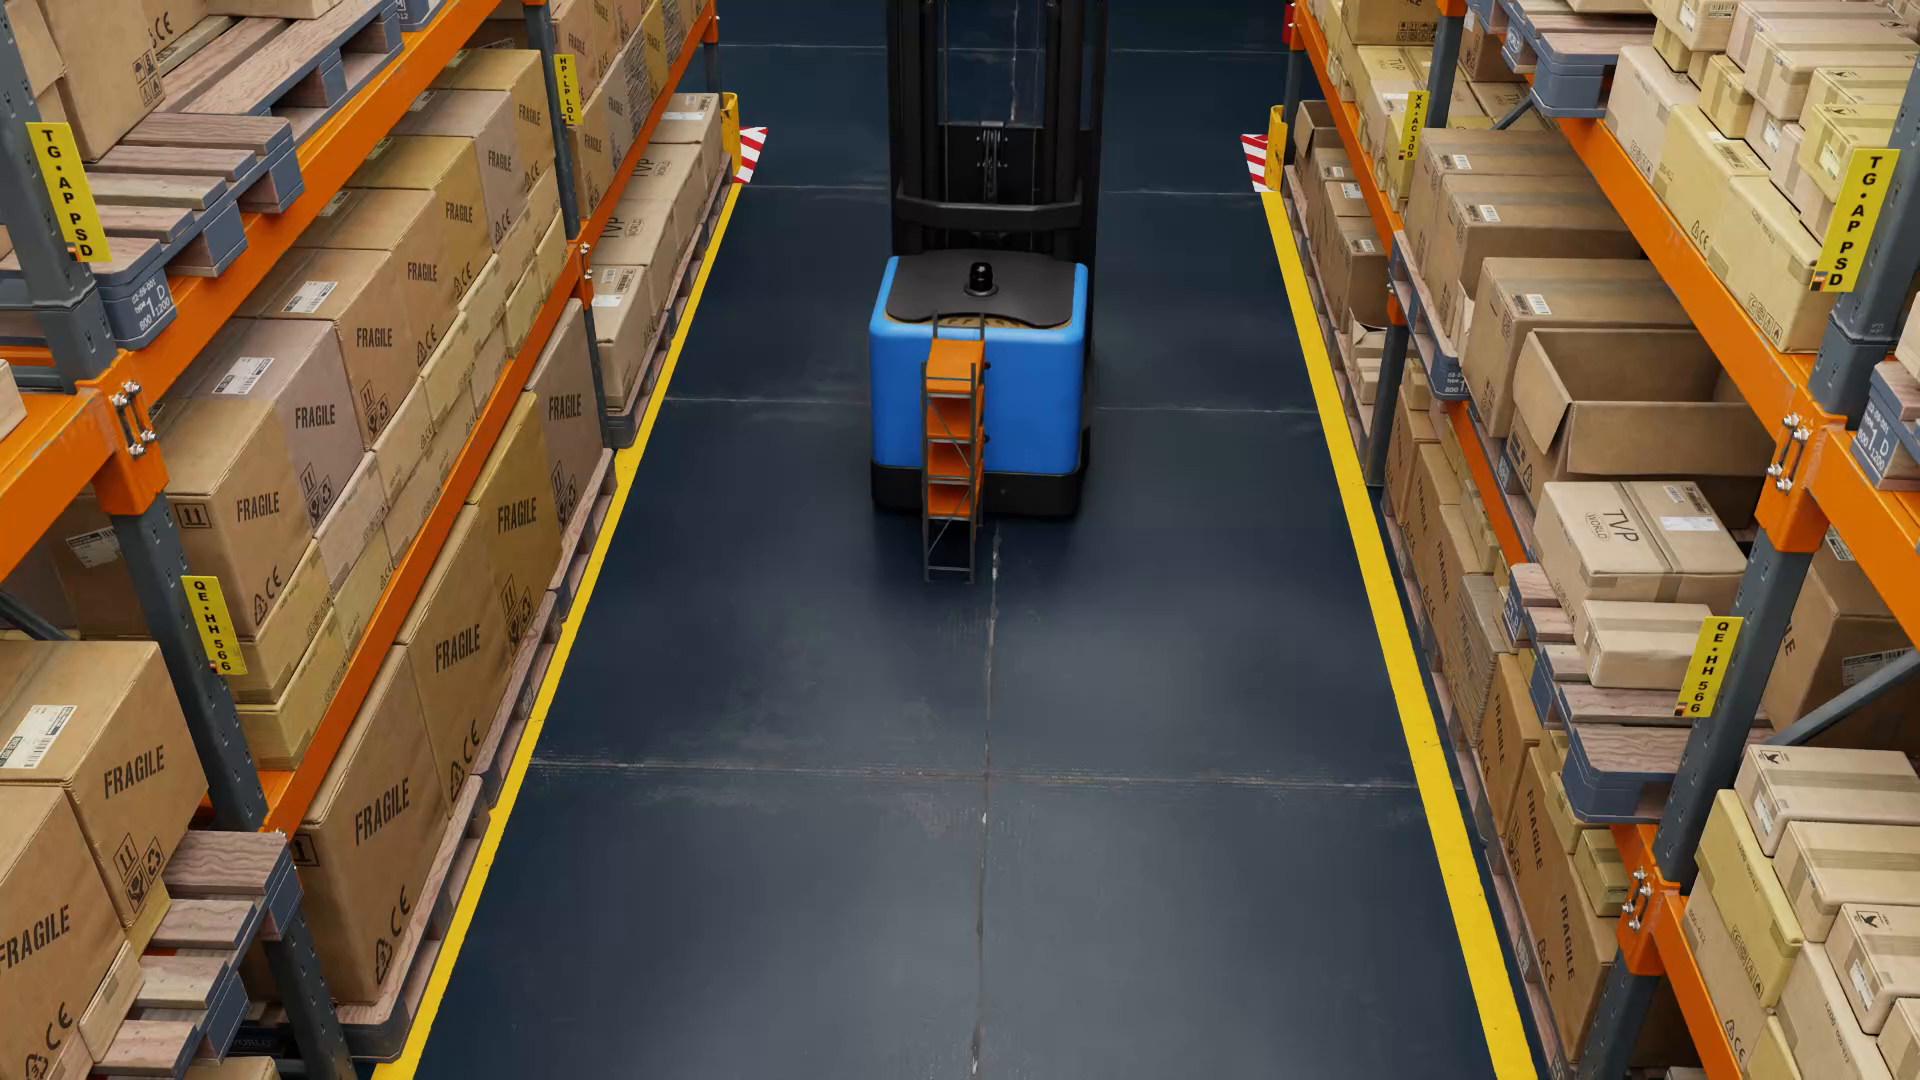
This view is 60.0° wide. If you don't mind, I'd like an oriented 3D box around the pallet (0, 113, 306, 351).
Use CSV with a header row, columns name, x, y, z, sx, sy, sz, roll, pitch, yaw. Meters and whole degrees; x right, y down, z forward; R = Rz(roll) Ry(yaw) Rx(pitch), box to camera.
name,x,y,z,sx,sy,sz,roll,pitch,yaw
pallet,-2.535,-0.859,4.419,1.213,0.211,1.003,3,35,4

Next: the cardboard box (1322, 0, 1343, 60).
name,x,y,z,sx,sy,sz,roll,pitch,yaw
cardboard box,2.448,-3.047,9.848,0.500,0.250,0.500,1,35,1

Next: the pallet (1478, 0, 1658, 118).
name,x,y,z,sx,sy,sz,roll,pitch,yaw
pallet,2.477,-1.705,5.622,1.213,0.211,1.003,1,35,2

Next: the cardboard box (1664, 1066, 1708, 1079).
name,x,y,z,sx,sy,sz,roll,pitch,yaw
cardboard box,2.413,1.932,4.592,0.875,0.625,0.625,2,35,3

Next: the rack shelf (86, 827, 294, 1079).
name,x,y,z,sx,sy,sz,roll,pitch,yaw
rack shelf,-2.589,2.105,3.271,1.077,0.370,4.000,1,35,2

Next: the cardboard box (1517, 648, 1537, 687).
name,x,y,z,sx,sy,sz,roll,pitch,yaw
cardboard box,2.318,0.469,6.219,0.380,0.149,0.250,1,35,1

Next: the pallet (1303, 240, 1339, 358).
name,x,y,z,sx,sy,sz,roll,pitch,yaw
pallet,2.687,-1.480,10.173,1.003,0.211,1.213,1,35,2

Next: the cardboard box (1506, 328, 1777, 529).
name,x,y,z,sx,sy,sz,roll,pitch,yaw
cardboard box,2.332,-0.382,5.729,0.797,0.503,0.637,1,35,1

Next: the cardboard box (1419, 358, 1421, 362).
name,x,y,z,sx,sy,sz,roll,pitch,yaw
cardboard box,2.393,-0.859,7.849,0.380,0.149,0.250,1,35,1

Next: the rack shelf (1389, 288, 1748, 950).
name,x,y,z,sx,sy,sz,roll,pitch,yaw
rack shelf,2.532,-0.080,6.381,1.077,0.370,4.000,1,35,2

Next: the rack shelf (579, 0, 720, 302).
name,x,y,z,sx,sy,sz,roll,pitch,yaw
rack shelf,-2.267,-2.491,9.811,1.077,0.370,4.000,1,35,2

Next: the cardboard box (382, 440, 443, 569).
name,x,y,z,sx,sy,sz,roll,pitch,yaw
cardboard box,-2.207,-0.149,5.983,0.500,0.250,0.500,2,35,3

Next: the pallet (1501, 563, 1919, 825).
name,x,y,z,sx,sy,sz,roll,pitch,yaw
pallet,2.409,0.462,5.151,1.213,0.211,1.003,1,35,2

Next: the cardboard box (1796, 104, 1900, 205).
name,x,y,z,sx,sy,sz,roll,pitch,yaw
cardboard box,2.170,-0.881,3.811,0.380,0.149,0.250,2,35,3

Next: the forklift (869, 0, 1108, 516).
name,x,y,z,sx,sy,sz,roll,pitch,yaw
forklift,0.204,-2.149,8.759,1.130,2.935,3.031,3,35,4

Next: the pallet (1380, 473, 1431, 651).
name,x,y,z,sx,sy,sz,roll,pitch,yaw
pallet,2.617,0.085,7.945,1.003,0.211,1.213,1,35,2

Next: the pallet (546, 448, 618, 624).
name,x,y,z,sx,sy,sz,roll,pitch,yaw
pallet,-2.303,-0.050,8.138,1.003,0.211,1.213,1,35,2

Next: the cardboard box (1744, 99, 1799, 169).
name,x,y,z,sx,sy,sz,roll,pitch,yaw
cardboard box,2.291,-1.063,4.328,0.380,0.149,0.250,2,35,3

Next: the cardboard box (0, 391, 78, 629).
name,x,y,z,sx,sy,sz,roll,pitch,yaw
cardboard box,-2.749,-0.091,4.814,0.500,0.500,0.500,0,35,1

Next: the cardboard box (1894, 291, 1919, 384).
name,x,y,z,sx,sy,sz,roll,pitch,yaw
cardboard box,2.134,-0.377,3.319,0.380,0.166,0.250,1,35,2

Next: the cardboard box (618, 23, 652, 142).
name,x,y,z,sx,sy,sz,roll,pitch,yaw
cardboard box,-2.016,-2.515,9.133,0.500,0.500,0.500,2,35,2

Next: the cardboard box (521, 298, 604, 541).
name,x,y,z,sx,sy,sz,roll,pitch,yaw
cardboard box,-2.293,-0.581,7.950,0.875,0.875,0.875,2,35,3

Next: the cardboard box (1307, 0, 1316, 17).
name,x,y,z,sx,sy,sz,roll,pitch,yaw
cardboard box,2.486,-3.537,10.892,0.380,0.149,0.250,1,35,2

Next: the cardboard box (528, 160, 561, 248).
name,x,y,z,sx,sy,sz,roll,pitch,yaw
cardboard box,-2.122,-1.520,7.500,0.500,0.250,0.500,1,35,2

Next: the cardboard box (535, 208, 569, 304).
name,x,y,z,sx,sy,sz,roll,pitch,yaw
cardboard box,-2.114,-1.311,7.638,0.500,0.250,0.500,1,35,1

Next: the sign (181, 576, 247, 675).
name,x,y,z,sx,sy,sz,roll,pitch,yaw
sign,-1.966,0.228,4.379,0.100,0.325,0.005,1,35,2

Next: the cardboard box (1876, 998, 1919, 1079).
name,x,y,z,sx,sy,sz,roll,pitch,yaw
cardboard box,2.153,1.097,3.430,0.380,0.149,0.250,2,35,2

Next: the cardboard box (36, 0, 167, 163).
name,x,y,z,sx,sy,sz,roll,pitch,yaw
cardboard box,-2.658,-1.351,4.503,0.700,0.500,0.500,0,35,0

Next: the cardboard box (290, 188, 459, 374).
name,x,y,z,sx,sy,sz,roll,pitch,yaw
cardboard box,-2.174,-0.938,6.019,0.500,0.500,0.500,2,35,3

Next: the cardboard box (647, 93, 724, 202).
name,x,y,z,sx,sy,sz,roll,pitch,yaw
cardboard box,-2.113,-2.676,11.313,0.875,0.438,0.875,0,35,0

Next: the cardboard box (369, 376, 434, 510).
name,x,y,z,sx,sy,sz,roll,pitch,yaw
cardboard box,-2.187,-0.350,5.834,0.500,0.250,0.500,1,35,2

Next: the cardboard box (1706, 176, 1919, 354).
name,x,y,z,sx,sy,sz,roll,pitch,yaw
cardboard box,2.230,-0.692,4.148,0.500,0.250,0.500,0,35,0

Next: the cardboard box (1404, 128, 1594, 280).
name,x,y,z,sx,sy,sz,roll,pitch,yaw
cardboard box,2.369,-1.464,7.272,0.700,0.500,0.500,2,35,3

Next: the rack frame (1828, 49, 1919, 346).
name,x,y,z,sx,sy,sz,roll,pitch,yaw
rack frame,2.452,-1.680,2.814,1.000,3.000,0.127,1,35,2

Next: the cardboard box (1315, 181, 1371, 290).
name,x,y,z,sx,sy,sz,roll,pitch,yaw
cardboard box,2.459,-1.830,10.054,0.500,0.500,0.500,2,35,3

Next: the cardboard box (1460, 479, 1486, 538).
name,x,y,z,sx,sy,sz,roll,pitch,yaw
cardboard box,2.354,-0.129,7.070,0.380,0.149,0.250,1,35,2

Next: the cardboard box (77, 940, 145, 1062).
name,x,y,z,sx,sy,sz,roll,pitch,yaw
cardboard box,-2.190,1.088,3.946,0.380,0.149,0.250,1,35,1

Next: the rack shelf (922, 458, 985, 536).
name,x,y,z,sx,sy,sz,roll,pitch,yaw
rack shelf,-0.029,-0.208,7.965,0.258,0.148,0.480,3,35,4

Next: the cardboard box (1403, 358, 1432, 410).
name,x,y,z,sx,sy,sz,roll,pitch,yaw
cardboard box,2.332,-0.738,7.936,0.380,0.149,0.250,3,35,4

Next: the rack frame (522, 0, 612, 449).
name,x,y,z,sx,sy,sz,roll,pitch,yaw
rack frame,-2.348,-1.636,7.969,1.000,3.000,0.127,1,35,2

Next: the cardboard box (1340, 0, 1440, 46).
name,x,y,z,sx,sy,sz,roll,pitch,yaw
cardboard box,2.426,-3.073,9.233,0.500,0.500,0.500,2,35,3

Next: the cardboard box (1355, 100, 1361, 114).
name,x,y,z,sx,sy,sz,roll,pitch,yaw
cardboard box,2.453,-2.496,9.411,0.380,0.149,0.250,1,35,2

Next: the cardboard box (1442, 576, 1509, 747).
name,x,y,z,sx,sy,sz,roll,pitch,yaw
cardboard box,2.305,0.491,6.752,0.500,0.500,0.500,0,35,0

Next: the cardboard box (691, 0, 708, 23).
name,x,y,z,sx,sy,sz,roll,pitch,yaw
cardboard box,-1.942,-3.692,10.808,0.500,0.500,0.500,2,35,2

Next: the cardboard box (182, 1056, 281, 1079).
name,x,y,z,sx,sy,sz,roll,pitch,yaw
cardboard box,-2.541,1.890,4.873,0.950,0.372,0.625,-1,35,-1

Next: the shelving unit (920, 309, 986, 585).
name,x,y,z,sx,sy,sz,roll,pitch,yaw
shelving unit,-0.029,-0.426,7.812,0.258,1.200,0.503,3,35,4

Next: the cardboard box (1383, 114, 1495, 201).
name,x,y,z,sx,sy,sz,roll,pitch,yaw
cardboard box,2.389,-1.882,8.191,0.500,0.250,0.500,2,35,3

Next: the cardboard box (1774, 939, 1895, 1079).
name,x,y,z,sx,sy,sz,roll,pitch,yaw
cardboard box,2.168,1.168,3.675,0.500,0.250,0.500,2,35,3

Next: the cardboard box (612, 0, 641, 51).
name,x,y,z,sx,sy,sz,roll,pitch,yaw
cardboard box,-2.028,-2.938,8.866,0.500,0.500,0.500,2,35,3

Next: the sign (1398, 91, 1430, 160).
name,x,y,z,sx,sy,sz,roll,pitch,yaw
sign,2.070,-1.886,7.572,0.100,0.325,0.005,1,35,2

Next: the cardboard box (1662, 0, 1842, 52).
name,x,y,z,sx,sy,sz,roll,pitch,yaw
cardboard box,2.214,-1.481,4.665,0.380,0.149,0.250,1,35,1

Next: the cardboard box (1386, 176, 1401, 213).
name,x,y,z,sx,sy,sz,roll,pitch,yaw
cardboard box,2.362,-1.760,8.364,0.380,0.149,0.250,2,35,3
